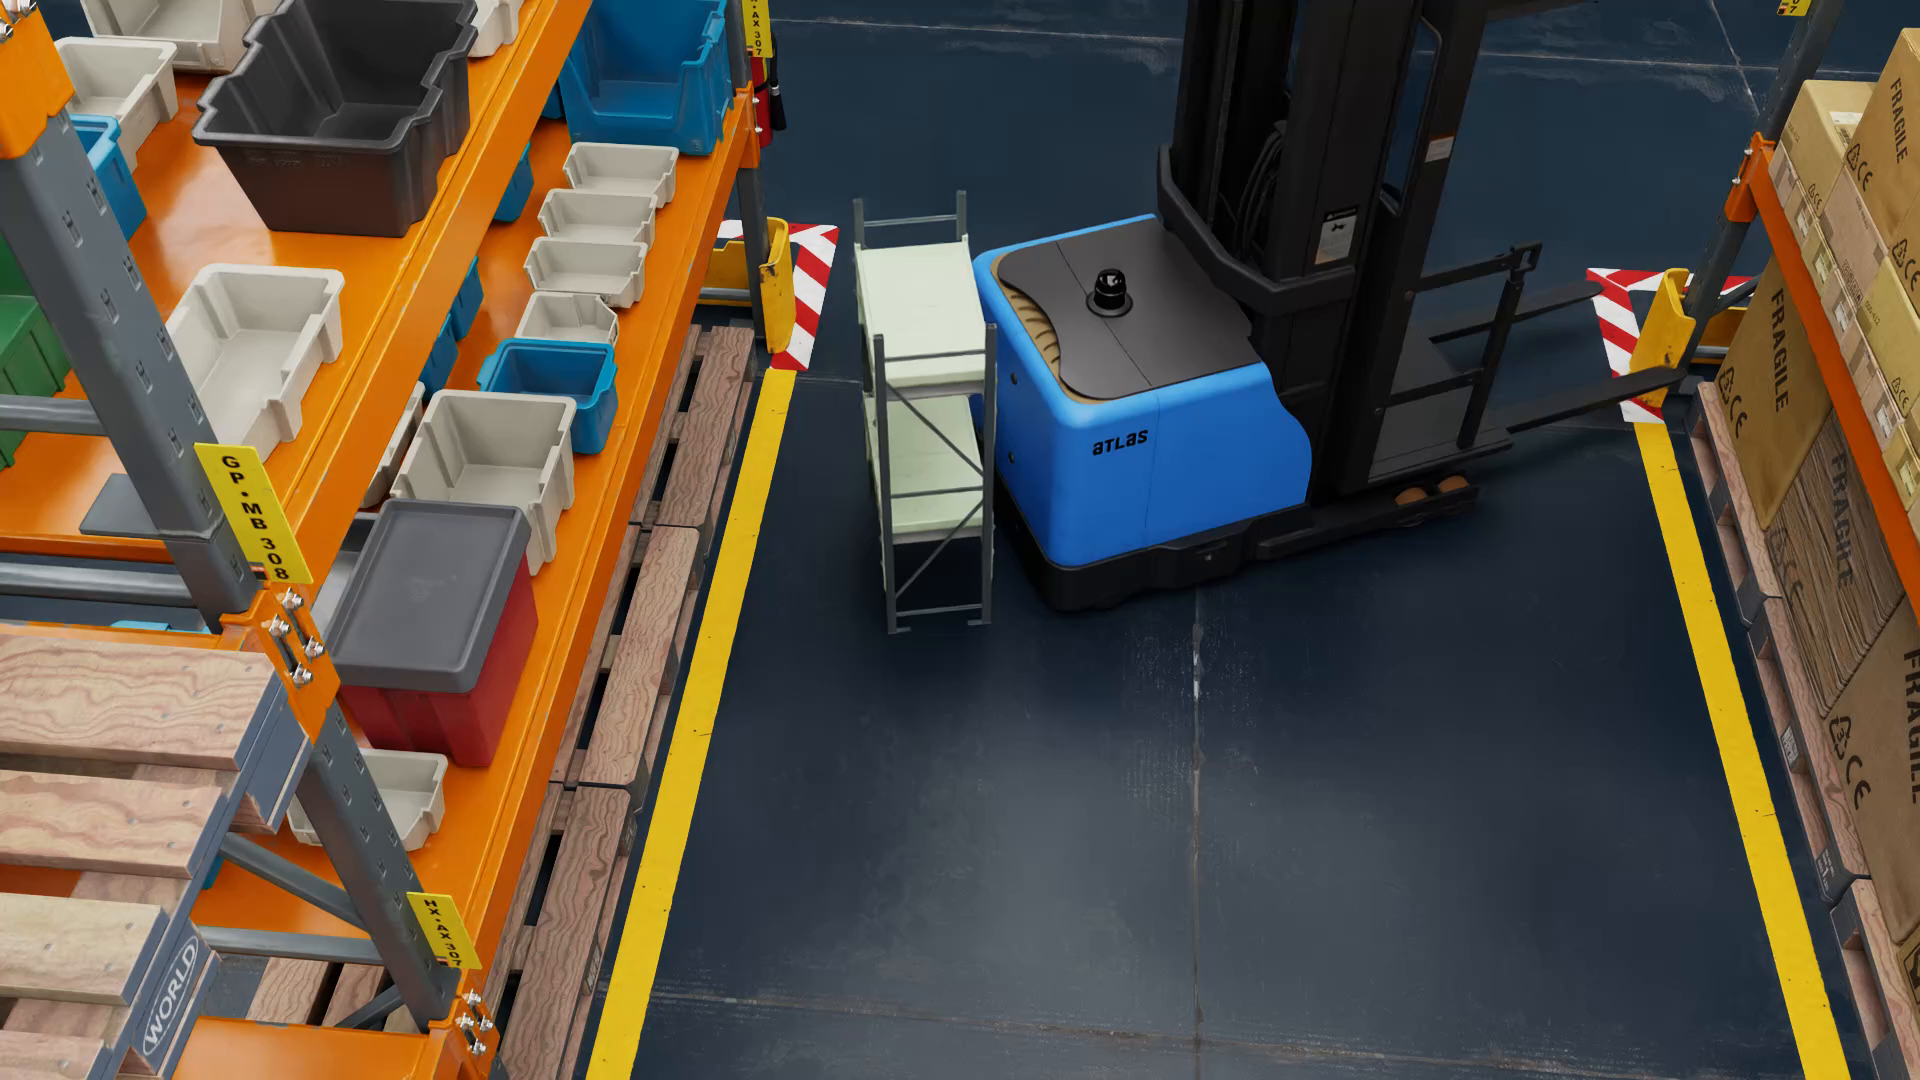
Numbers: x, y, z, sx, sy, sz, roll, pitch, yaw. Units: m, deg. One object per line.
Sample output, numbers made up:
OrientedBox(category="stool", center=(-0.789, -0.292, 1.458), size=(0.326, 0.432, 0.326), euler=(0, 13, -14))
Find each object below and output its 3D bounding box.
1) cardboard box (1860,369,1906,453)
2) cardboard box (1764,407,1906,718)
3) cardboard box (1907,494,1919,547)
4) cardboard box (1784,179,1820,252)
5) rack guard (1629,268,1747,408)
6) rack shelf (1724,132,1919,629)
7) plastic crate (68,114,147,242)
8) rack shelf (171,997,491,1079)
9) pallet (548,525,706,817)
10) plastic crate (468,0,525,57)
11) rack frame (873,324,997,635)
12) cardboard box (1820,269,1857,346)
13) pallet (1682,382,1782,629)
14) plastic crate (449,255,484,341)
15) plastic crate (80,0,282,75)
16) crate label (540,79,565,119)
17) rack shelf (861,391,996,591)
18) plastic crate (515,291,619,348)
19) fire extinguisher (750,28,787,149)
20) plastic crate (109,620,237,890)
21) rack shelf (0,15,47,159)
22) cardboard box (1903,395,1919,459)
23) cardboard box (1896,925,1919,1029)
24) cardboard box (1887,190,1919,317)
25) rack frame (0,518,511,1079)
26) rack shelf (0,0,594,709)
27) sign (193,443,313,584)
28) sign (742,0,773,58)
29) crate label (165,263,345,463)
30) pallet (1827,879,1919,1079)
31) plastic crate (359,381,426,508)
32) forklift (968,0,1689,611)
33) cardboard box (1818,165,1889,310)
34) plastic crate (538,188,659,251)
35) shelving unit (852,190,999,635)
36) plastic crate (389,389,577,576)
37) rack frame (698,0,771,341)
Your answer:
OrientedBox(category="cardboard box", center=(3.113, -0.400, 5.279), size=(0.380, 0.149, 0.250), euler=(3, 48, 3))
OrientedBox(category="cardboard box", center=(3.528, 0.052, 5.851), size=(0.875, 0.875, 0.875), euler=(4, 48, 4))
OrientedBox(category="cardboard box", center=(3.067, -0.021, 4.933), size=(0.380, 0.149, 0.250), euler=(5, 48, 4))
OrientedBox(category="cardboard box", center=(3.206, -1.156, 5.971), size=(0.380, 0.149, 0.250), euler=(3, 48, 3))
OrientedBox(category="rack guard", center=(3.591, -0.842, 7.207), size=(1.175, 0.500, 0.348), euler=(4, 48, 4))
OrientedBox(category="rack shelf", center=(3.407, 0.044, 5.190), size=(1.077, 0.370, 4.000), euler=(4, 48, 4))
OrientedBox(category="plastic crate", center=(-1.943, -0.708, 3.471), size=(0.416, 0.233, 0.300), euler=(4, 48, 4))
OrientedBox(category="rack shelf", center=(-1.890, 2.651, 2.806), size=(1.077, 0.370, 4.000), euler=(4, 48, 4))
OrientedBox(category="pallet", center=(-1.571, 0.437, 6.233), size=(1.003, 0.211, 1.213), euler=(4, 48, 4))
OrientedBox(category="plastic crate", center=(-1.284, -1.389, 4.160), size=(0.437, 0.136, 0.530), euler=(4, 48, 4))
OrientedBox(category="rack frame", center=(-0.081, -0.167, 5.912), size=(0.400, 1.500, 0.023), euler=(-6, 48, -5))
OrientedBox(category="cardboard box", center=(3.161, -0.776, 5.623), size=(0.380, 0.149, 0.250), euler=(3, 48, 3))
OrientedBox(category="pallet", center=(3.594, -0.134, 6.756), size=(1.003, 0.211, 1.213), euler=(4, 48, 4))
OrientedBox(category="plastic crate", center=(-1.814, -0.838, 5.582), size=(0.416, 0.233, 0.300), euler=(4, 48, 4))
OrientedBox(category="plastic crate", center=(-1.853, -1.366, 4.040), size=(0.437, 0.282, 0.530), euler=(4, 48, 4))
OrientedBox(category="crate label", center=(-1.694, -1.806, 6.467), size=(0.416, 0.233, 0.303), euler=(4, 48, 4))
OrientedBox(category="rack shelf", center=(-0.129, -0.215, 6.398), size=(0.431, 0.370, 0.720), euler=(-6, 48, -5))
OrientedBox(category="plastic crate", center=(-1.288, -0.684, 5.507), size=(0.298, 0.136, 0.250), euler=(4, 48, 4))
OrientedBox(category="fire extinguisher", center=(-0.877, -1.929, 6.813), size=(0.296, 0.674, 0.183), euler=(4, 48, 4))
OrientedBox(category="plastic crate", center=(-2.005, 0.557, 4.204), size=(0.392, 0.384, 0.575), euler=(4, 48, 4))
OrientedBox(category="rack shelf", center=(-1.890, 0.761, 0.740), size=(1.077, 0.370, 4.000), euler=(4, 48, 4))
OrientedBox(category="cardboard box", center=(3.144, -0.248, 4.870), size=(0.500, 0.250, 0.500), euler=(3, 48, 3))
OrientedBox(category="cardboard box", center=(3.364, 1.367, 4.648), size=(0.875, 0.875, 0.875), euler=(4, 48, 4))
OrientedBox(category="cardboard box", center=(3.190, -0.888, 4.947), size=(0.500, 0.500, 0.500), euler=(3, 48, 2))
OrientedBox(category="rack frame", center=(-1.708, 0.938, 3.885), size=(1.000, 3.000, 0.127), euler=(4, 48, 4))
OrientedBox(category="rack shelf", center=(-1.526, -1.301, 4.388), size=(1.077, 0.370, 4.000), euler=(4, 48, 4))
OrientedBox(category="sign", center=(-1.160, -0.039, 2.740), size=(0.100, 0.325, 0.005), euler=(4, 48, 4))
OrientedBox(category="sign", center=(-0.794, -2.031, 6.490), size=(0.100, 0.325, 0.005), euler=(4, 48, 4))
OrientedBox(category="crate label", center=(-1.375, -0.325, 3.187), size=(0.293, 0.136, 0.466), euler=(4, 48, 4))
OrientedBox(category="pallet", center=(3.372, 1.659, 5.116), size=(1.003, 0.211, 1.213), euler=(4, 48, 4))
OrientedBox(category="plastic crate", center=(-1.848, -0.293, 5.149), size=(0.293, 0.136, 0.466), euler=(4, 48, 4))
OrientedBox(category="forklift", center=(1.591, -1.395, 6.065), size=(3.031, 2.935, 1.130), euler=(-15, 49, -14))
OrientedBox(category="cardboard box", center=(3.236, -1.001, 5.559), size=(0.500, 0.250, 0.500), euler=(3, 48, 3))
OrientedBox(category="plastic crate", center=(-1.278, -1.109, 5.895), size=(0.396, 0.136, 0.243), euler=(4, 48, 4))
OrientedBox(category="shelving unit", center=(-0.129, -0.435, 6.157), size=(0.431, 1.500, 0.755), euler=(-6, 48, -5))
OrientedBox(category="plastic crate", center=(-1.385, -0.152, 4.922), size=(0.437, 0.282, 0.530), euler=(4, 48, 4))
OrientedBox(category="rack frame", center=(-1.343, -2.001, 6.573), size=(1.000, 3.000, 0.127), euler=(4, 48, 4))
